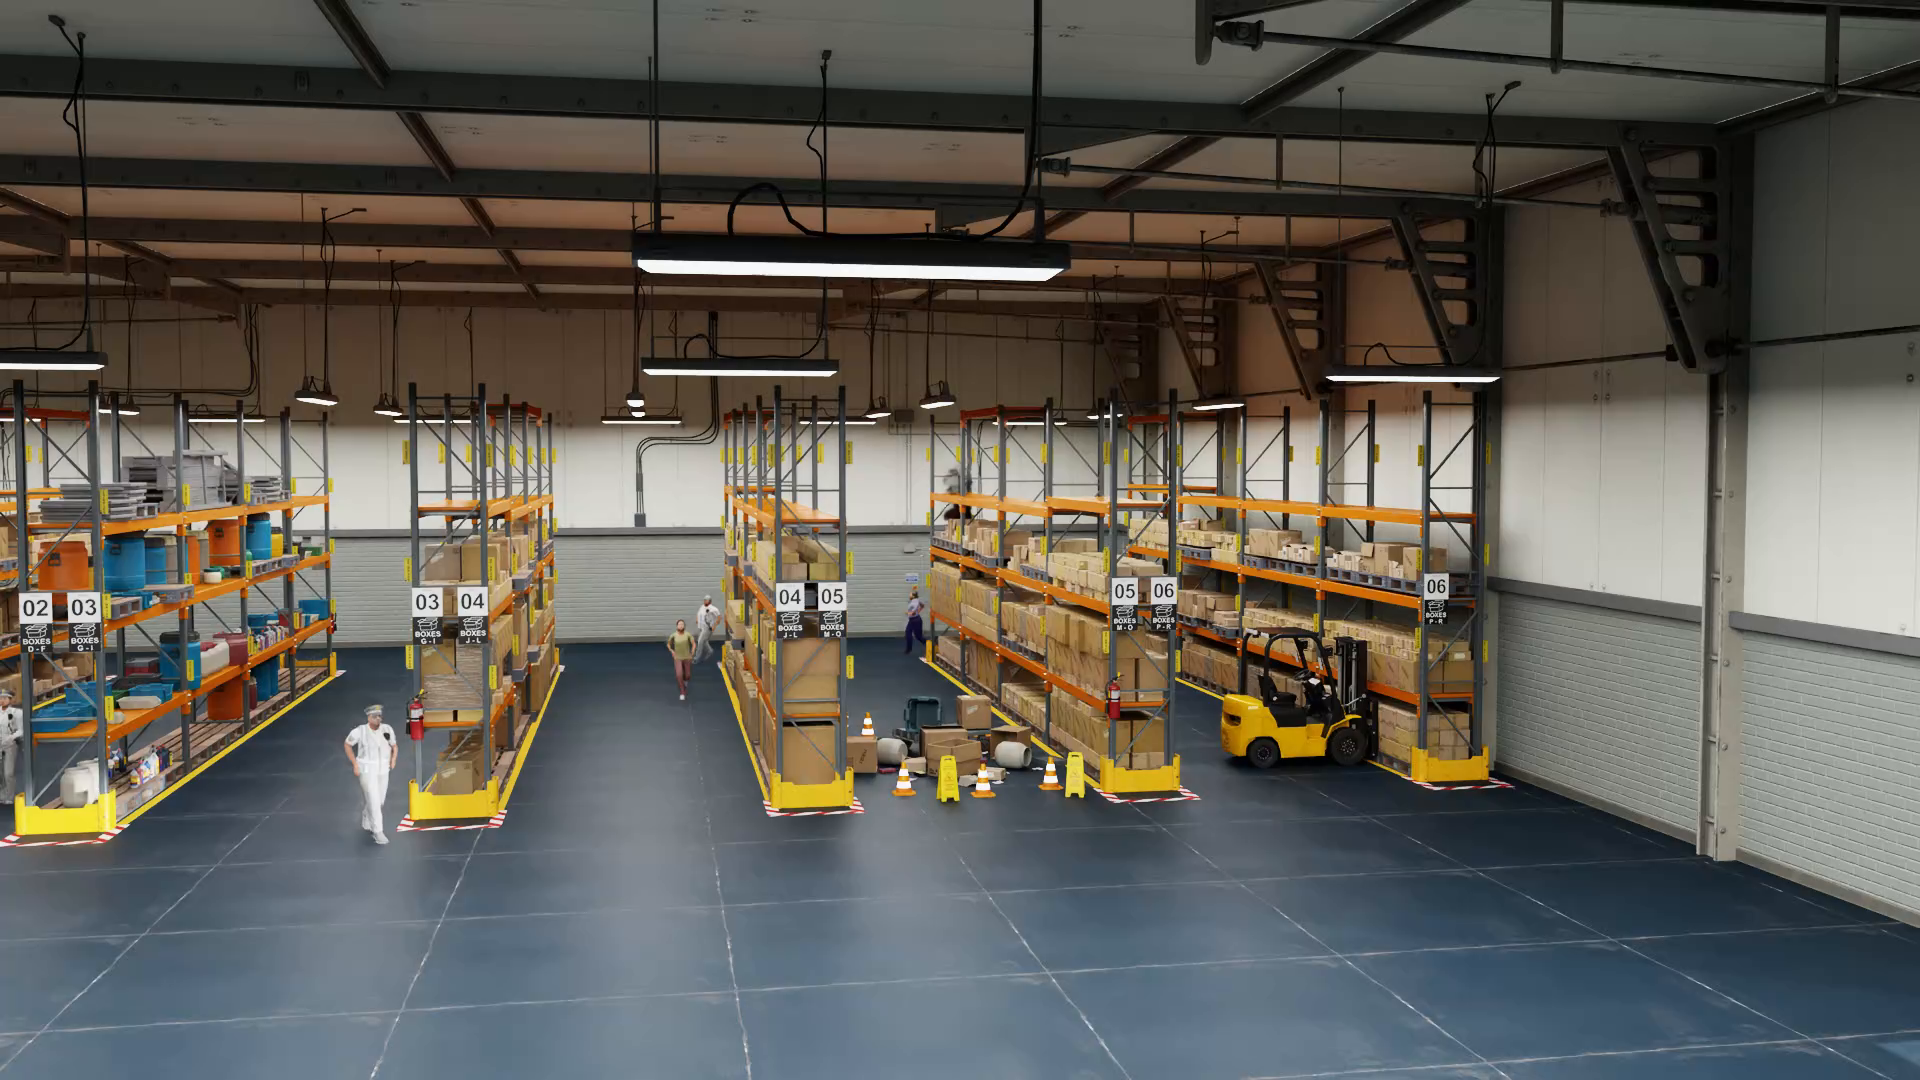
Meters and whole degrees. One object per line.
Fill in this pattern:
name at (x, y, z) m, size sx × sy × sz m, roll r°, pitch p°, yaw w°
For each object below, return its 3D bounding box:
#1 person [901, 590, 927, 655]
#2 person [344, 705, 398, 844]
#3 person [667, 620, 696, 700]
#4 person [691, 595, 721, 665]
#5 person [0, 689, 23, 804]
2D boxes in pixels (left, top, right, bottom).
person at (-1.075, 2.094, 41.681) m, size 0.768 × 1.683 × 0.634 m, roll 0°, pitch 3°, yaw -5°
person at (-7.691, 3.024, 21.780) m, size 0.637 × 1.781 × 0.937 m, roll -3°, pitch 4°, yaw -44°
person at (-5.770, 2.468, 34.449) m, size 0.600 × 1.610 × 0.678 m, roll -1°, pitch 3°, yaw -14°
person at (-6.135, 2.149, 40.045) m, size 0.693 × 1.649 × 0.924 m, roll 3°, pitch 4°, yaw 41°
person at (-13.704, 2.962, 23.802) m, size 0.596 × 1.676 × 0.493 m, roll -1°, pitch 3°, yaw -11°
